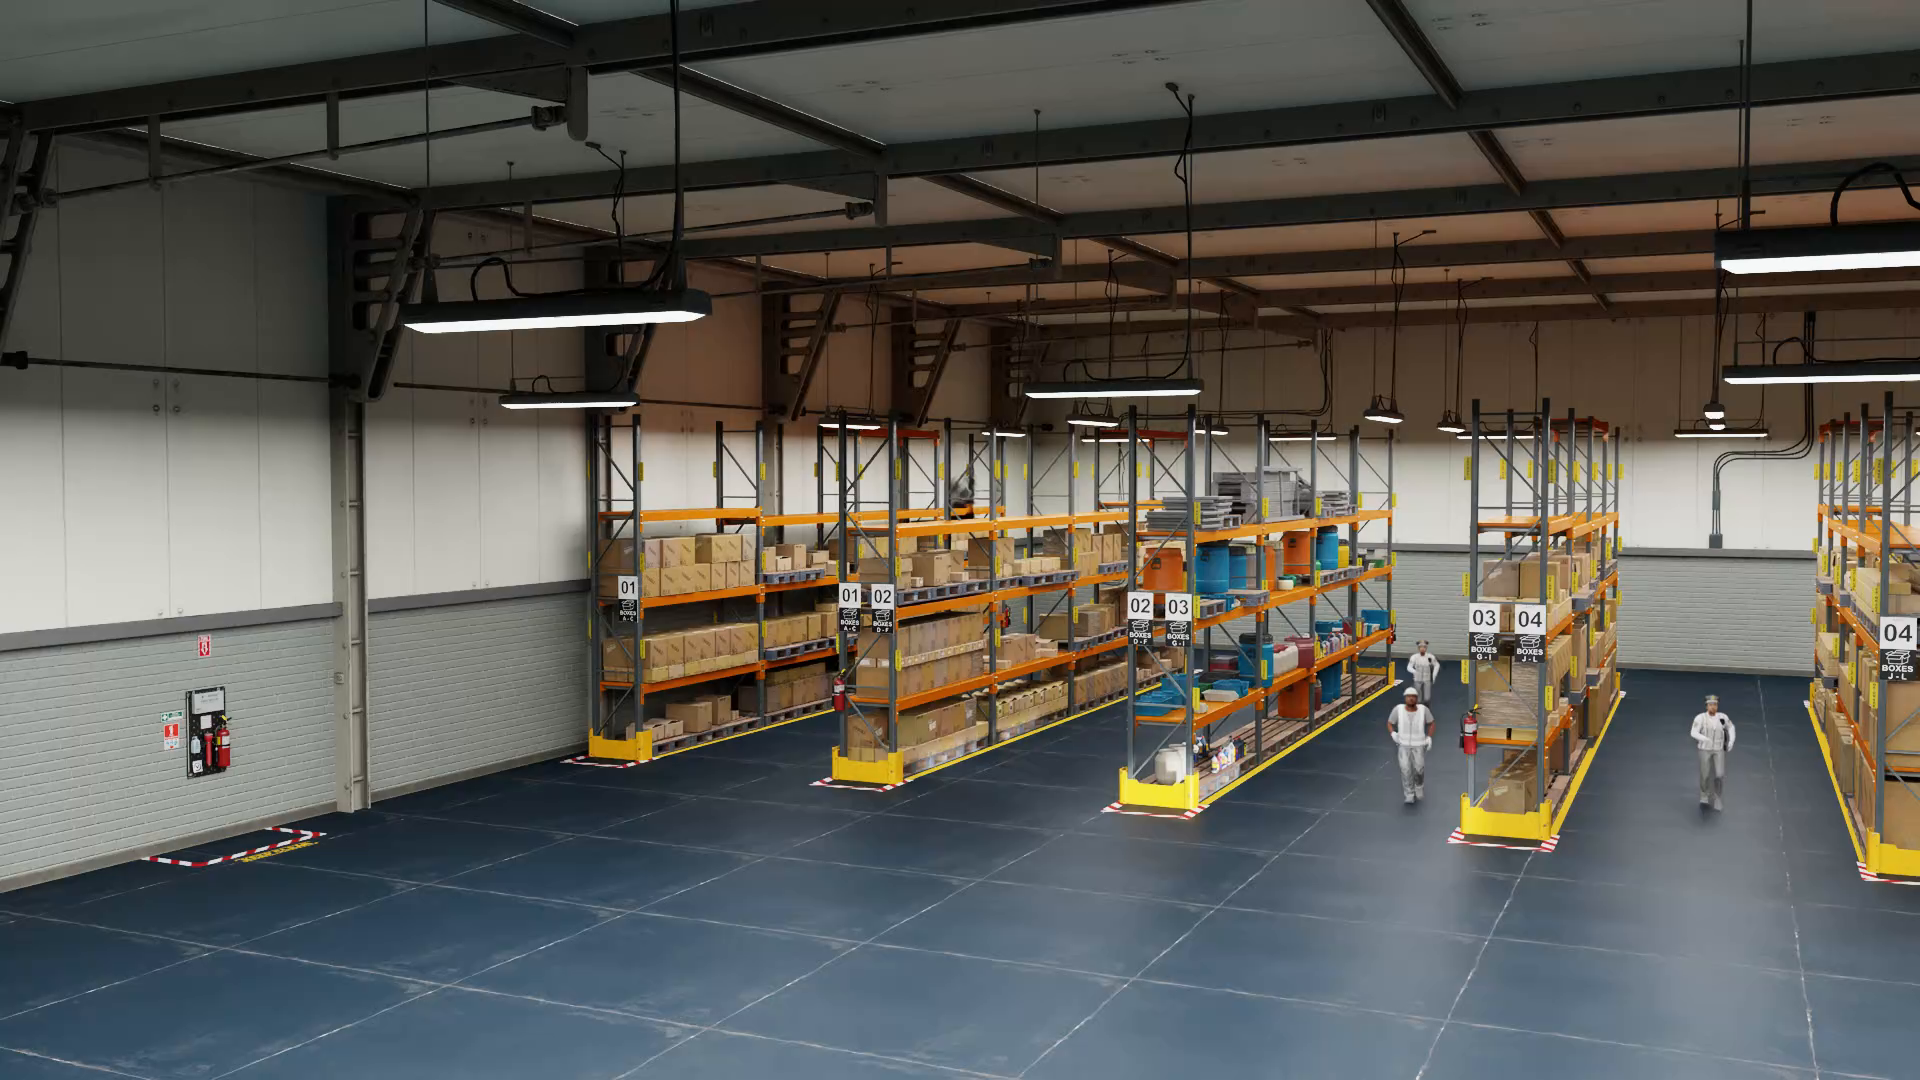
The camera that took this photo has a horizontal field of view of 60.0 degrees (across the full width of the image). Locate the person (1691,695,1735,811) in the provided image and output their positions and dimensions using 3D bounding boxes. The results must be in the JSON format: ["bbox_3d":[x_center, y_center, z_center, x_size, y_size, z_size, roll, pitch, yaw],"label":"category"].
[{"bbox_3d":[11.168,3.163,24.663,0.628,1.741,0.705,1,2,17],"label":"person"}]

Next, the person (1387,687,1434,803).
[{"bbox_3d":[6.786,3.092,25.071,0.694,1.741,0.588,1,2,17],"label":"person"}]

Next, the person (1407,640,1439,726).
[{"bbox_3d":[9.138,2.812,32.849,0.602,1.693,0.664,1,2,20],"label":"person"}]
